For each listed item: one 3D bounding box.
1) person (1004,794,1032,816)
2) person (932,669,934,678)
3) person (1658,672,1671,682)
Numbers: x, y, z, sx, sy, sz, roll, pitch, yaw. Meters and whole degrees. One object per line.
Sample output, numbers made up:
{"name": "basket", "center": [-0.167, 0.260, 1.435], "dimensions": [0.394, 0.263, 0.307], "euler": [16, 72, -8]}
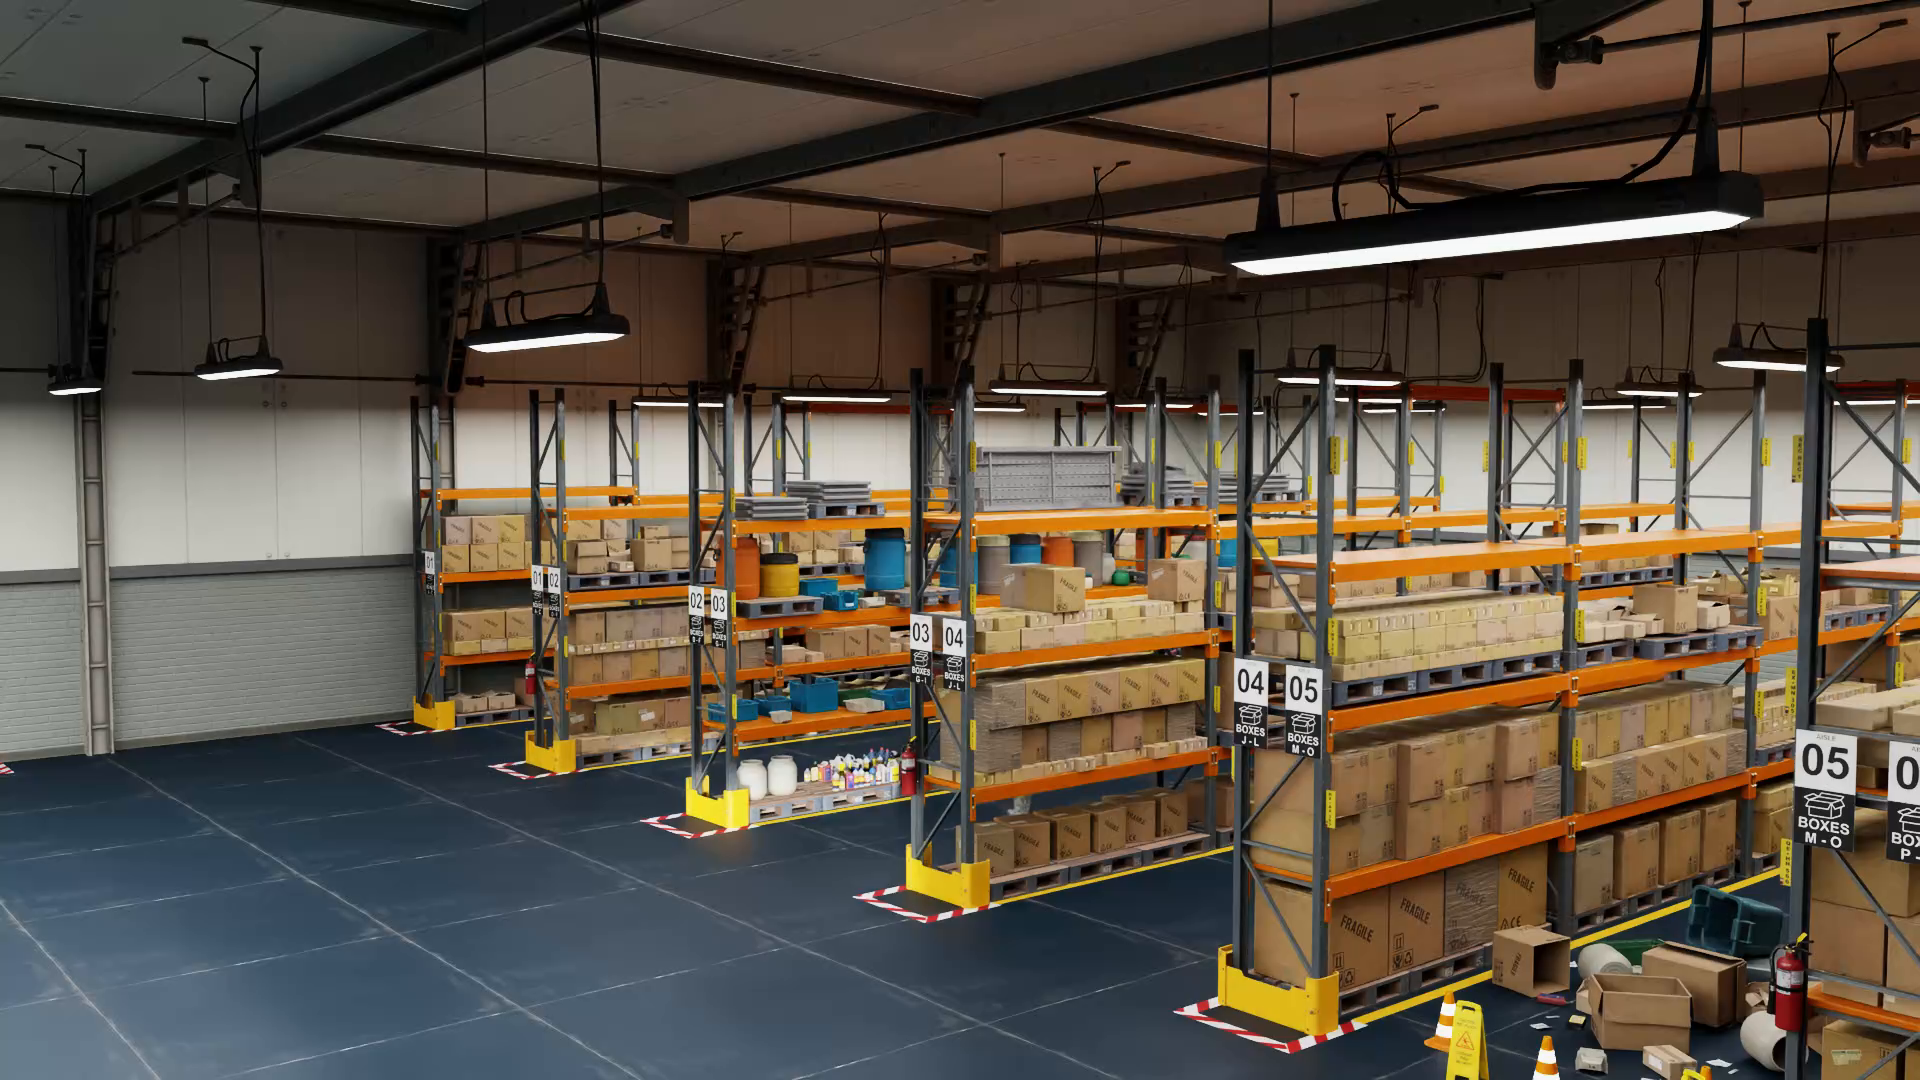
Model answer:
{"name": "person", "center": [0.818, 2.922, 22.840], "dimensions": [0.393, 1.782, 0.614], "euler": [1, 4, 19]}
{"name": "person", "center": [-0.697, 2.297, 35.182], "dimensions": [0.452, 1.596, 0.862], "euler": [3, 4, 41]}
{"name": "person", "center": [11.106, 2.743, 26.258], "dimensions": [0.628, 1.753, 0.480], "euler": [-3, 4, -38]}
